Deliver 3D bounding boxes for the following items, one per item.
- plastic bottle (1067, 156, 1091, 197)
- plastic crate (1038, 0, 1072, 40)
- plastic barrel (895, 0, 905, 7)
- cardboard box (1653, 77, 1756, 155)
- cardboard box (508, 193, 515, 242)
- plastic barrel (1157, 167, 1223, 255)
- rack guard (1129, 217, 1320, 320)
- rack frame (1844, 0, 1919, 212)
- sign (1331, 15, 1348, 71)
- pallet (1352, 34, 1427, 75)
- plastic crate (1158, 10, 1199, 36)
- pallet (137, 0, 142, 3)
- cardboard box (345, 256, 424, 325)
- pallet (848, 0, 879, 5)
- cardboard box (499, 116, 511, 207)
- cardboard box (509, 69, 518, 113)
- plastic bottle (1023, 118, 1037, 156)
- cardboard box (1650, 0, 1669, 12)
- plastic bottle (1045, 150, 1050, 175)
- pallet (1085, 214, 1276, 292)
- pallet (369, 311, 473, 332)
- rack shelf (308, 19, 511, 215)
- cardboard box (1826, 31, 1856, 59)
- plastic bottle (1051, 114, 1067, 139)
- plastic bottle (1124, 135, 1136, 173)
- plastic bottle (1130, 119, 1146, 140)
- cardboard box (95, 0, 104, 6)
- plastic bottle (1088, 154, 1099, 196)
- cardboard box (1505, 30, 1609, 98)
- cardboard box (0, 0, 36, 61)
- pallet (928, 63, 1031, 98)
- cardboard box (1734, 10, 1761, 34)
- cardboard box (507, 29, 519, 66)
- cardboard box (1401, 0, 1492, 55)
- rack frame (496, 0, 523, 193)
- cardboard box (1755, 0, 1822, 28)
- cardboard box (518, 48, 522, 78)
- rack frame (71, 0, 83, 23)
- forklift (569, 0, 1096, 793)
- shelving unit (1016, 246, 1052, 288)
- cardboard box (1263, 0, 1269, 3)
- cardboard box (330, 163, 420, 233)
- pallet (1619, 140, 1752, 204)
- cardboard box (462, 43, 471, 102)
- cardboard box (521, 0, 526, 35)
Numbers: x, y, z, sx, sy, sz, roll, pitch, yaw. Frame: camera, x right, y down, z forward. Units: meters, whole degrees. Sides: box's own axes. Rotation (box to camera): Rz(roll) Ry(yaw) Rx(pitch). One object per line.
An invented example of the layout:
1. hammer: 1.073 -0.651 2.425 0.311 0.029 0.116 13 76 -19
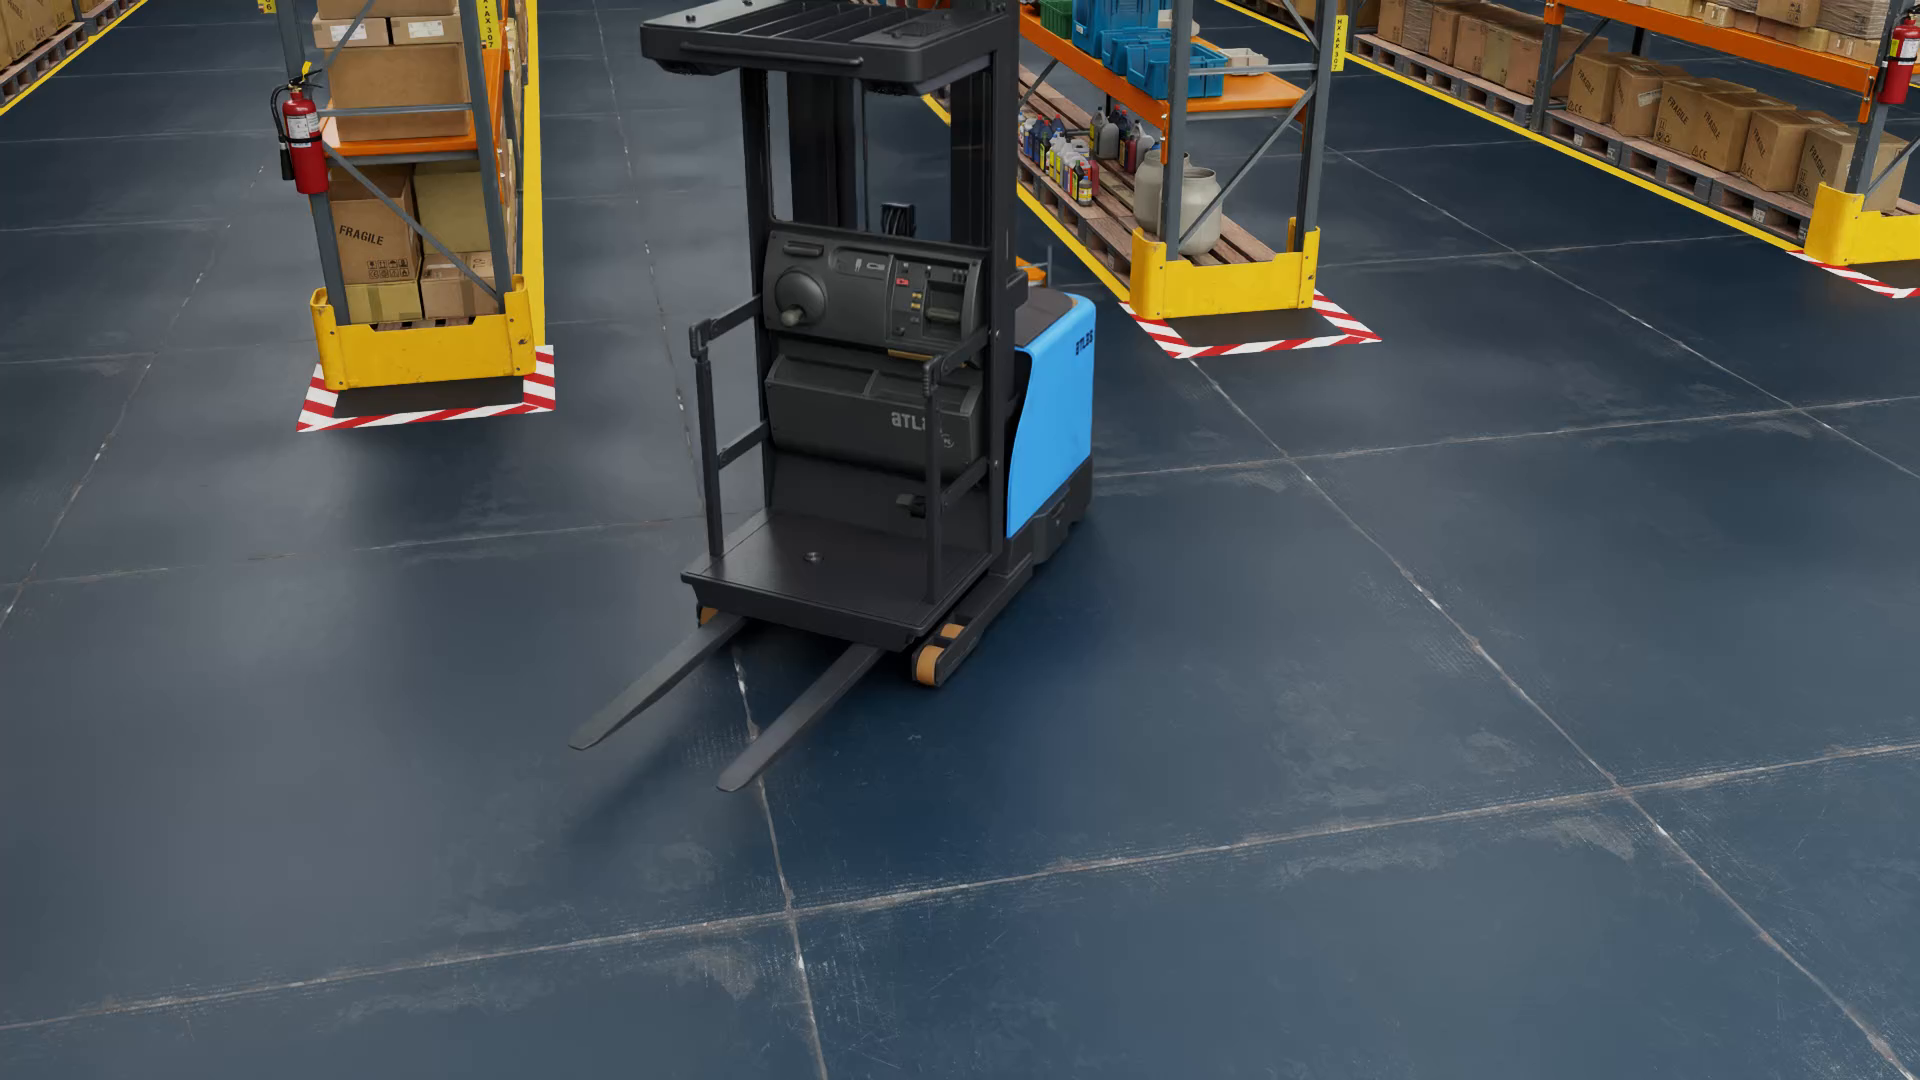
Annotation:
1. plastic bottle: 0.880 -2.685 12.276 0.152 0.276 0.135 -6 27 -11
2. plastic crate: 0.880 -3.866 12.316 0.450 0.188 0.662 -6 27 -12
3. plastic barrel: -0.433 -6.161 18.838 0.600 0.588 0.708 -6 27 -12
4. cardboard box: 6.079 -3.465 13.595 0.500 0.500 0.500 -8 28 -16
5. cardboard box: -3.316 -2.205 11.375 0.500 0.250 0.500 -6 27 -12
6. plastic barrel: 1.528 -2.188 11.050 0.421 0.512 0.421 0 27 0
7. rack guard: 1.688 -1.742 10.647 1.175 0.500 0.348 -6 27 -12
8. rack frame: 6.577 -3.333 11.024 1.000 3.000 0.127 -6 27 -12
9. sign: 2.288 -3.007 10.072 0.100 0.325 0.005 -6 27 -12
10. pallet: 4.948 -5.257 17.930 1.003 0.211 1.213 -6 27 -12
11. plastic crate: 1.462 -3.781 12.204 0.530 0.136 0.437 -6 27 -12
12. pallet: -11.251 -7.260 21.899 1.003 0.211 1.213 -6 27 -12
13. cardboard box: -3.484 -1.494 9.966 0.500 0.250 0.500 -6 27 -12
14. pallet: -0.820 -6.510 20.413 1.003 0.211 1.213 -6 27 -12
15. cardboard box: -3.315 -2.540 11.206 0.500 0.500 0.500 -6 27 -12
16. cardboard box: -3.935 -3.722 13.757 0.500 0.311 0.500 -6 27 -12
17. plastic bottle: 0.594 -3.243 13.380 0.152 0.276 0.135 -5 27 -10
18. cardboard box: 5.736 -4.305 13.230 0.380 0.149 0.250 -6 27 -12
19. plastic bottle: 0.711 -2.927 12.837 0.097 0.201 0.097 0 27 0
20. pallet: 1.510 -1.971 11.420 1.003 0.211 1.213 -6 27 -12
21. pallet: -3.289 -1.415 10.319 1.003 0.211 1.213 -6 27 -12
22. rack shelf: -3.526 -2.885 10.935 1.077 0.370 4.000 -6 27 -12
23. cardboard box: 6.255 -3.434 11.504 0.380 0.149 0.250 -6 27 -12
24. plastic bottle: 0.768 -3.218 13.247 0.144 0.351 0.185 -6 27 -12
25. plastic bottle: 1.321 -3.007 12.905 0.061 0.283 0.133 -6 27 -12
26. plastic bottle: 1.392 -3.120 13.054 0.144 0.351 0.185 -6 27 -12
27. cardboard box: -10.784 -6.723 20.048 0.700 0.500 0.500 -6 27 -12
28. plastic bottle: 0.984 -2.700 12.296 0.061 0.283 0.133 -6 27 -12
29. cardboard box: 5.558 -4.441 15.505 0.700 0.500 0.500 -8 28 -16
30. cardboard box: -9.933 -5.285 16.811 0.750 0.750 0.750 -6 27 -12
31. pallet: 0.085 -4.753 16.932 1.003 0.211 1.213 -6 27 -12
32. cardboard box: 6.014 -3.872 12.370 0.380 0.149 0.250 -6 27 -12
33. cardboard box: -4.397 -4.618 15.534 0.500 0.311 0.500 -6 27 -12
34. cardboard box: 5.082 -5.391 17.387 0.700 0.500 0.500 -8 28 -16
35. rack frame: -3.977 -4.084 12.513 1.000 3.000 0.127 -6 27 -12
36. cardboard box: 6.250 -3.962 11.829 0.875 0.500 0.500 -6 27 -12
37. cardboard box: -4.522 -4.594 16.108 0.500 0.250 0.500 -5 27 -10
38. rack frame: -10.605 -7.092 18.471 1.000 3.000 0.127 -6 27 -12
39. forklift: -0.441 -0.947 6.373 1.130 2.935 3.031 12 29 22
40. shelving unit: 0.213 -0.925 8.250 0.258 1.200 0.503 -13 29 -23
41. cardboard box: 4.238 -7.168 20.515 1.225 0.875 0.875 -7 28 -13
42. cardboard box: -3.726 -2.266 10.663 0.500 0.500 0.500 -6 27 -12
43. pallet: 6.139 -3.016 13.491 1.003 0.211 1.213 -6 27 -12
44. cardboard box: -3.292 -2.809 9.876 0.700 0.500 0.500 -5 27 -10
45. cardboard box: -5.057 -5.828 18.254 0.500 0.500 0.500 -7 28 -13
